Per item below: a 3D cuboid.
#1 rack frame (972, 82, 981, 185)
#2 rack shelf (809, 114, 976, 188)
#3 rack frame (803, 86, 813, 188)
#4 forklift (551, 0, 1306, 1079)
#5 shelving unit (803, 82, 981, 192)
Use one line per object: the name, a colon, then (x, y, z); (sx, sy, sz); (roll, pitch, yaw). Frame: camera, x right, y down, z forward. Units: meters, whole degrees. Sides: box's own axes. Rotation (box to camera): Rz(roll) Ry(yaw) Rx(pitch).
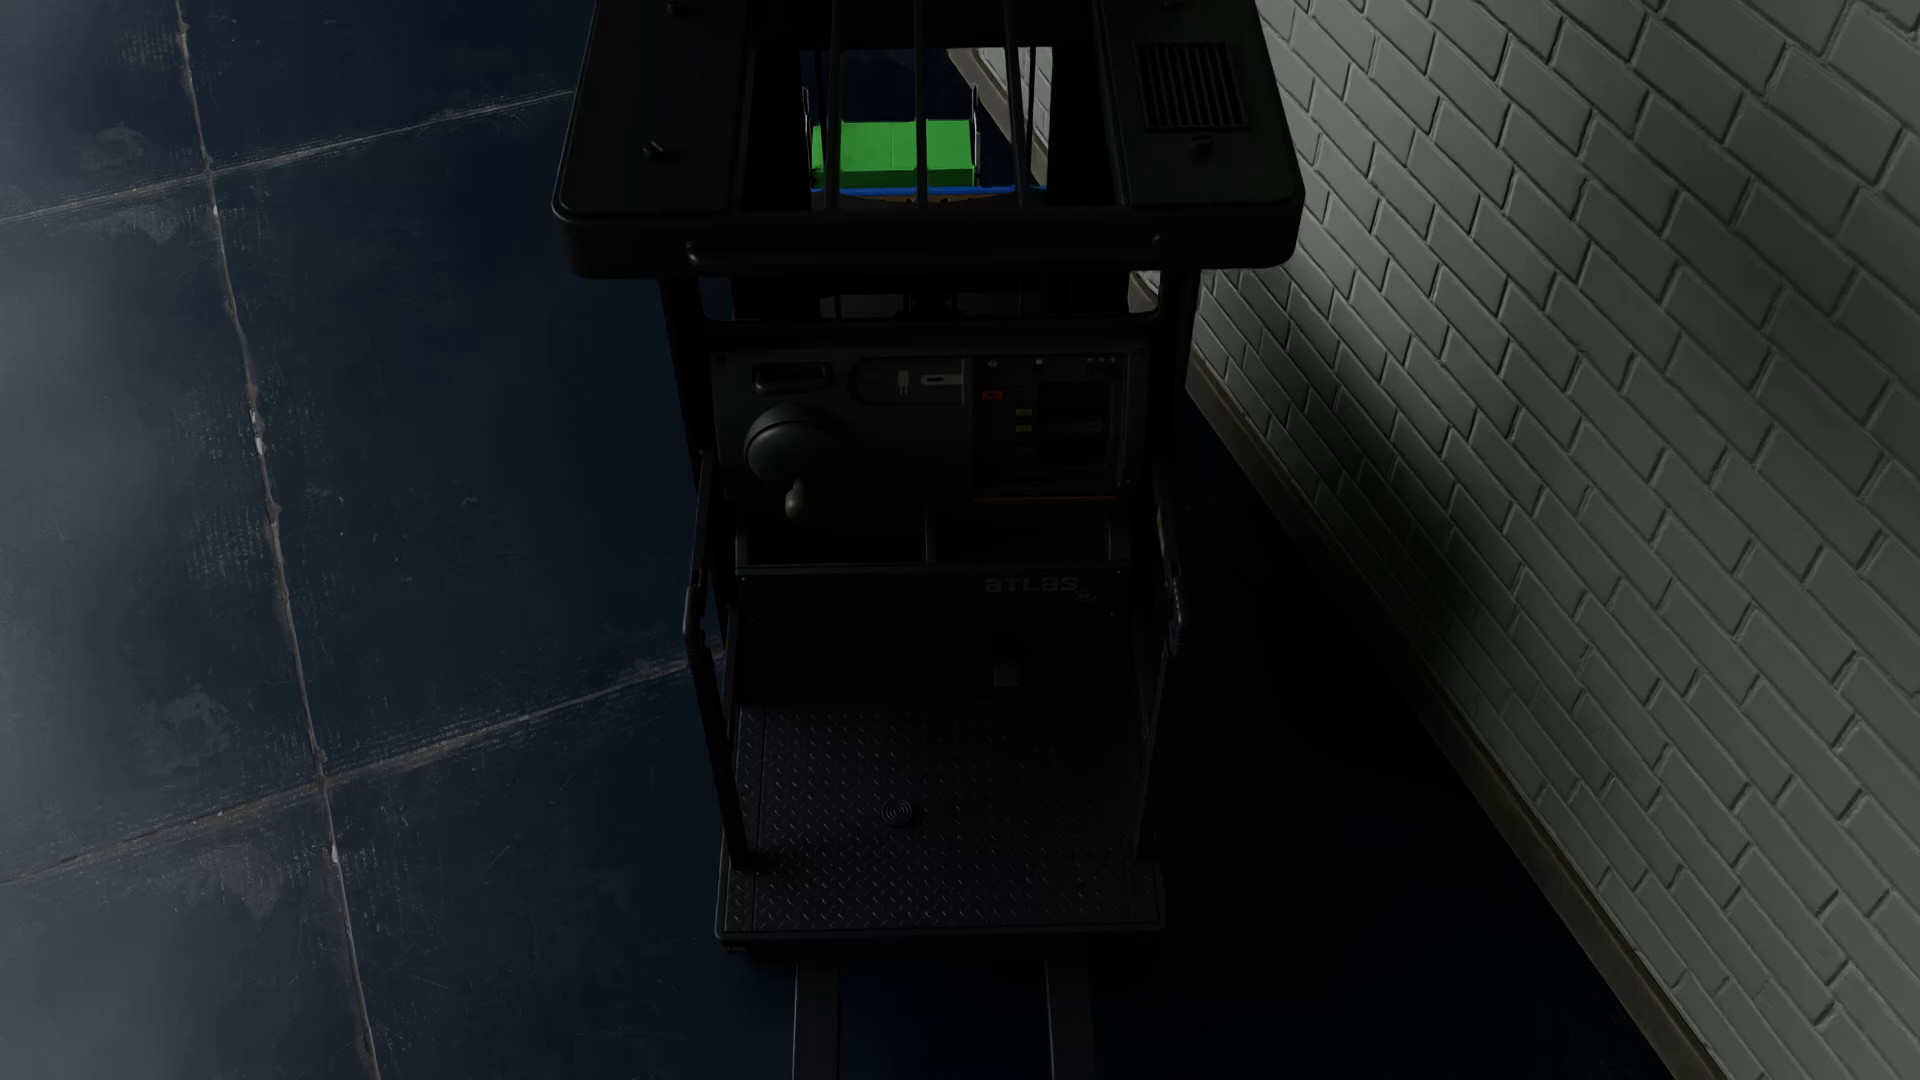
rack frame: (0.046, -0.840, 5.180); (0.015, 1.200, 0.240); (-2, 49, -1)
rack shelf: (-0.198, -1.104, 4.859); (0.480, 0.148, 0.258); (-2, 49, -1)
rack frame: (-0.441, -0.827, 5.169); (0.015, 1.200, 0.240); (-2, 49, -1)
forklift: (-0.054, -0.141, 3.439); (1.130, 2.935, 3.031); (-1, 49, -1)
shelving unit: (-0.198, -0.833, 5.175); (0.503, 1.200, 0.258); (-2, 49, -1)
